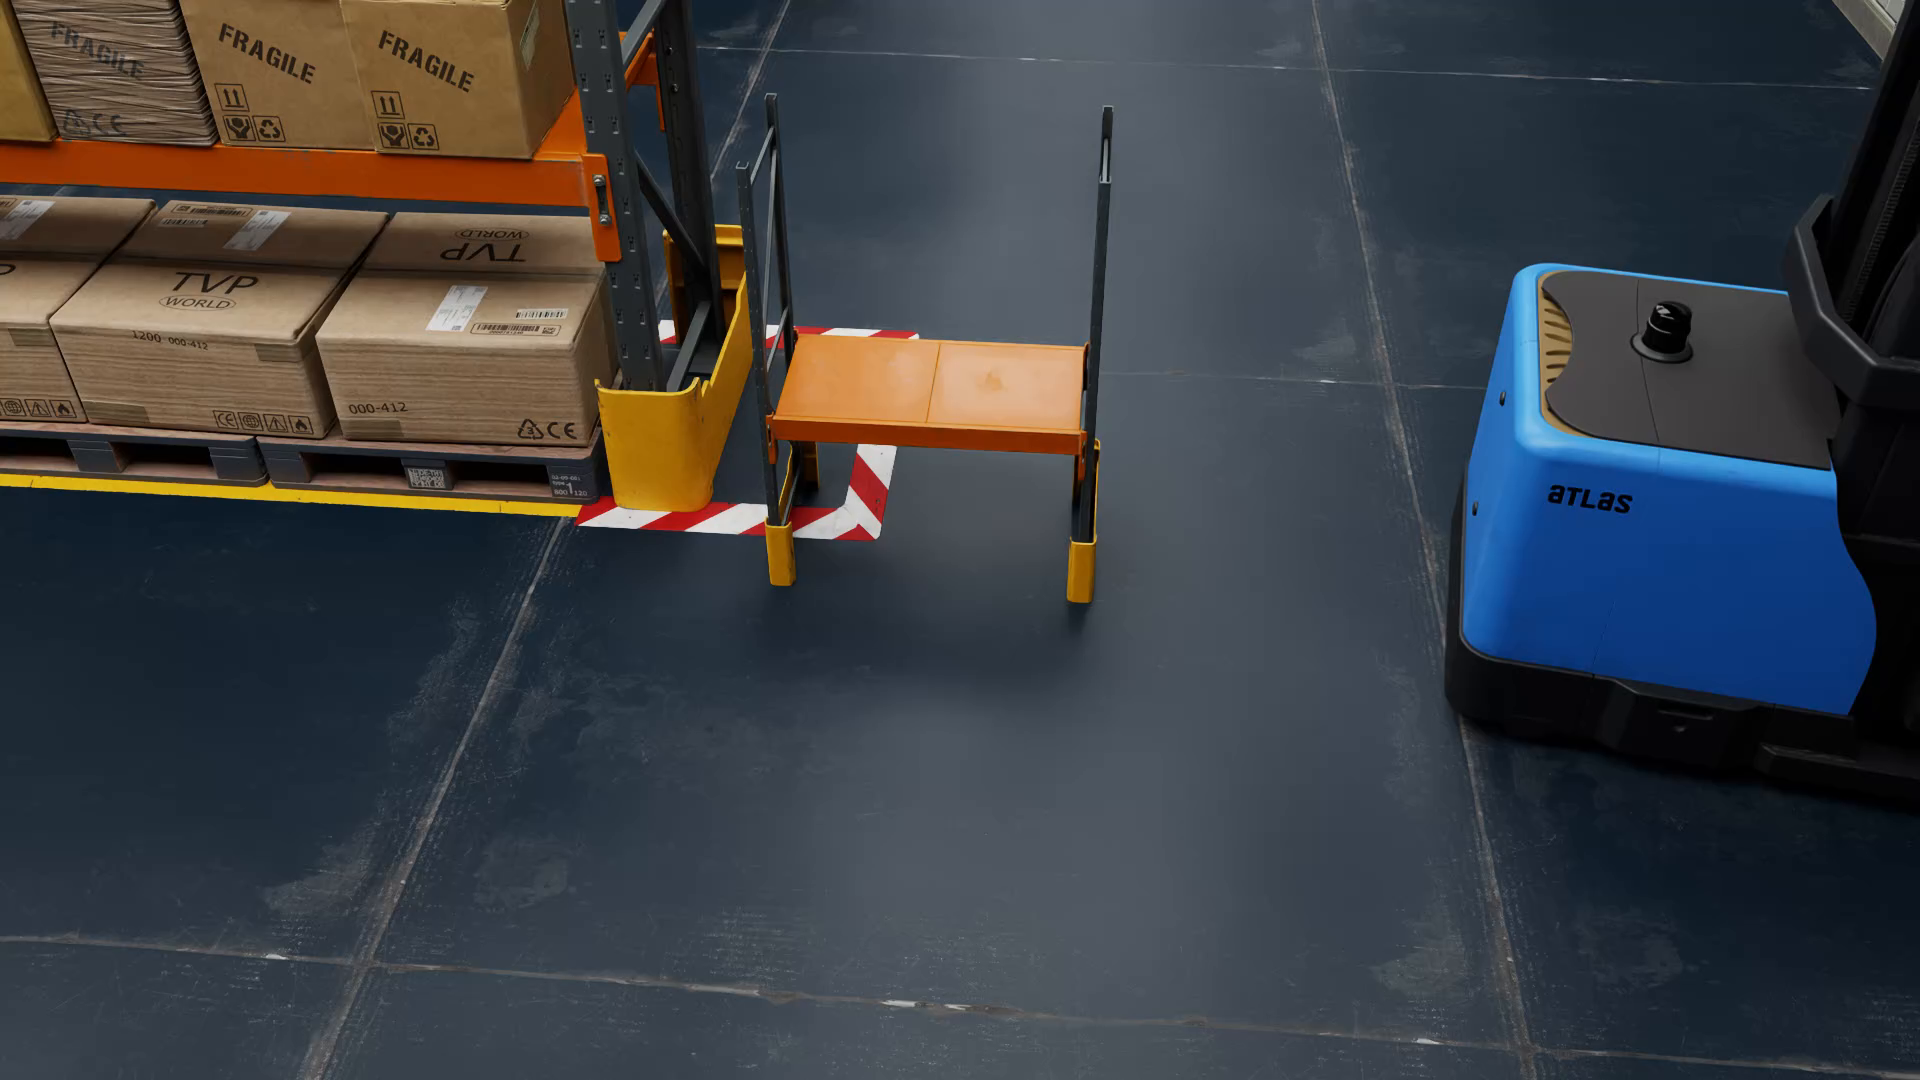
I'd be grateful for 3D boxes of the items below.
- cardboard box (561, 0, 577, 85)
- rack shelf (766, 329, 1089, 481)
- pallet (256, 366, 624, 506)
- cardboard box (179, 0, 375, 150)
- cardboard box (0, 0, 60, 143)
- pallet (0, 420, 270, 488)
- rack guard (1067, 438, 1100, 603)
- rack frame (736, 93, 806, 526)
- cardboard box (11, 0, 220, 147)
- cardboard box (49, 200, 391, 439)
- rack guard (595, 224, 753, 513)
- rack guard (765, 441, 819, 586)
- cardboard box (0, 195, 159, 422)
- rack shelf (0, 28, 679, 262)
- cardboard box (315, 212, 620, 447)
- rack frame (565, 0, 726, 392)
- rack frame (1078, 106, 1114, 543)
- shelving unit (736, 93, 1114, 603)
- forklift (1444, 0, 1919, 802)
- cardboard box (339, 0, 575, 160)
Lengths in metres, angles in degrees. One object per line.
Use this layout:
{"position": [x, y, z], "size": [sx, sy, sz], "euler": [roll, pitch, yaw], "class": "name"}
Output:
{"position": [-1.495, -1.881, 5.605], "size": [0.500, 0.500, 0.500], "euler": [3, 39, 3], "class": "cardboard box"}
{"position": [-0.085, -0.447, 5.396], "size": [1.000, 0.185, 0.538], "euler": [3, 39, 4], "class": "rack shelf"}
{"position": [-1.845, -0.548, 6.256], "size": [1.213, 0.211, 1.003], "euler": [3, 39, 4], "class": "pallet"}
{"position": [-2.043, -1.571, 5.224], "size": [0.500, 0.500, 0.500], "euler": [2, 39, 3], "class": "cardboard box"}
{"position": [-3.072, -1.612, 5.276], "size": [0.500, 0.500, 0.500], "euler": [4, 39, 5], "class": "cardboard box"}
{"position": [-3.057, -0.616, 6.340], "size": [1.213, 0.211, 1.003], "euler": [3, 39, 4], "class": "pallet"}
{"position": [0.420, -0.074, 5.643], "size": [0.087, 0.250, 0.587], "euler": [3, 39, 4], "class": "rack guard"}
{"position": [-0.591, -0.614, 5.316], "size": [0.032, 1.500, 0.500], "euler": [3, 39, 4], "class": "rack frame"}
{"position": [-2.557, -1.592, 5.251], "size": [0.500, 0.500, 0.500], "euler": [4, 39, 5], "class": "cardboard box"}
{"position": [-2.620, -0.822, 6.081], "size": [0.875, 0.438, 0.875], "euler": [4, 39, 5], "class": "cardboard box"}
{"position": [-1.017, -0.664, 6.170], "size": [0.348, 0.500, 1.175], "euler": [3, 39, 4], "class": "rack guard"}
{"position": [-0.572, -0.128, 5.709], "size": [0.087, 0.250, 0.587], "euler": [3, 39, 4], "class": "rack guard"}
{"position": [-3.518, -0.872, 6.142], "size": [0.875, 0.438, 0.875], "euler": [2, 39, 3], "class": "cardboard box"}
{"position": [-3.034, -1.465, 5.744], "size": [4.000, 0.370, 1.077], "euler": [3, 39, 4], "class": "rack shelf"}
{"position": [-1.707, -0.777, 6.026], "size": [0.875, 0.438, 0.875], "euler": [2, 39, 2], "class": "cardboard box"}
{"position": [-1.041, -1.635, 5.383], "size": [0.127, 3.000, 1.000], "euler": [3, 39, 4], "class": "rack frame"}
{"position": [0.422, -0.559, 5.248], "size": [0.032, 1.500, 0.500], "euler": [3, 39, 4], "class": "rack frame"}
{"position": [-0.076, -0.586, 5.282], "size": [1.083, 1.500, 0.587], "euler": [3, 39, 4], "class": "shelving unit"}
{"position": [3.049, -0.645, 4.221], "size": [3.031, 2.935, 1.130], "euler": [9, 40, 11], "class": "forklift"}
{"position": [-1.545, -1.534, 5.179], "size": [0.500, 0.500, 0.500], "euler": [3, 39, 4], "class": "cardboard box"}
